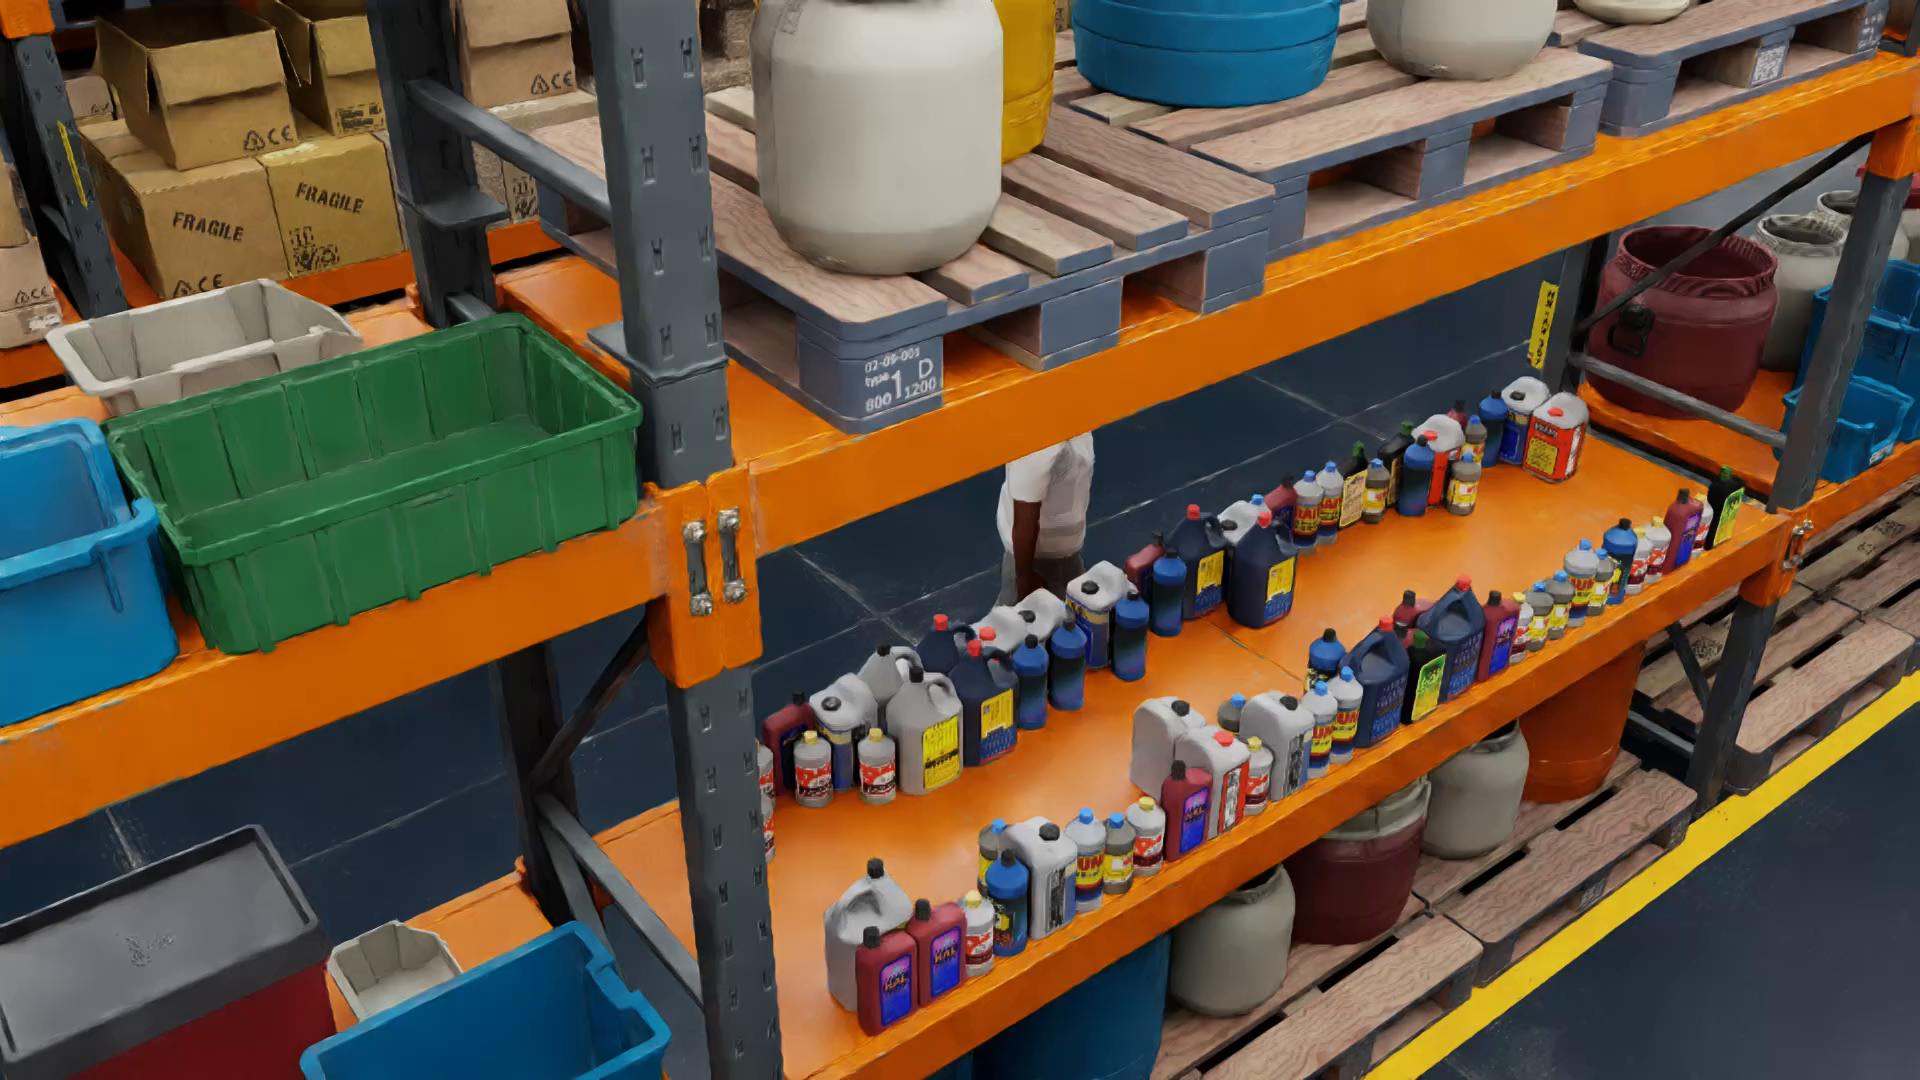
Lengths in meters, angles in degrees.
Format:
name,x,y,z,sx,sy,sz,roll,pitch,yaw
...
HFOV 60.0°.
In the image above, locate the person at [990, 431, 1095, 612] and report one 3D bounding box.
name,x,y,z,sx,sy,sz,roll,pitch,yaw
person,0.344,-0.026,6.144,0.657,1.767,0.578,-3,32,-4
